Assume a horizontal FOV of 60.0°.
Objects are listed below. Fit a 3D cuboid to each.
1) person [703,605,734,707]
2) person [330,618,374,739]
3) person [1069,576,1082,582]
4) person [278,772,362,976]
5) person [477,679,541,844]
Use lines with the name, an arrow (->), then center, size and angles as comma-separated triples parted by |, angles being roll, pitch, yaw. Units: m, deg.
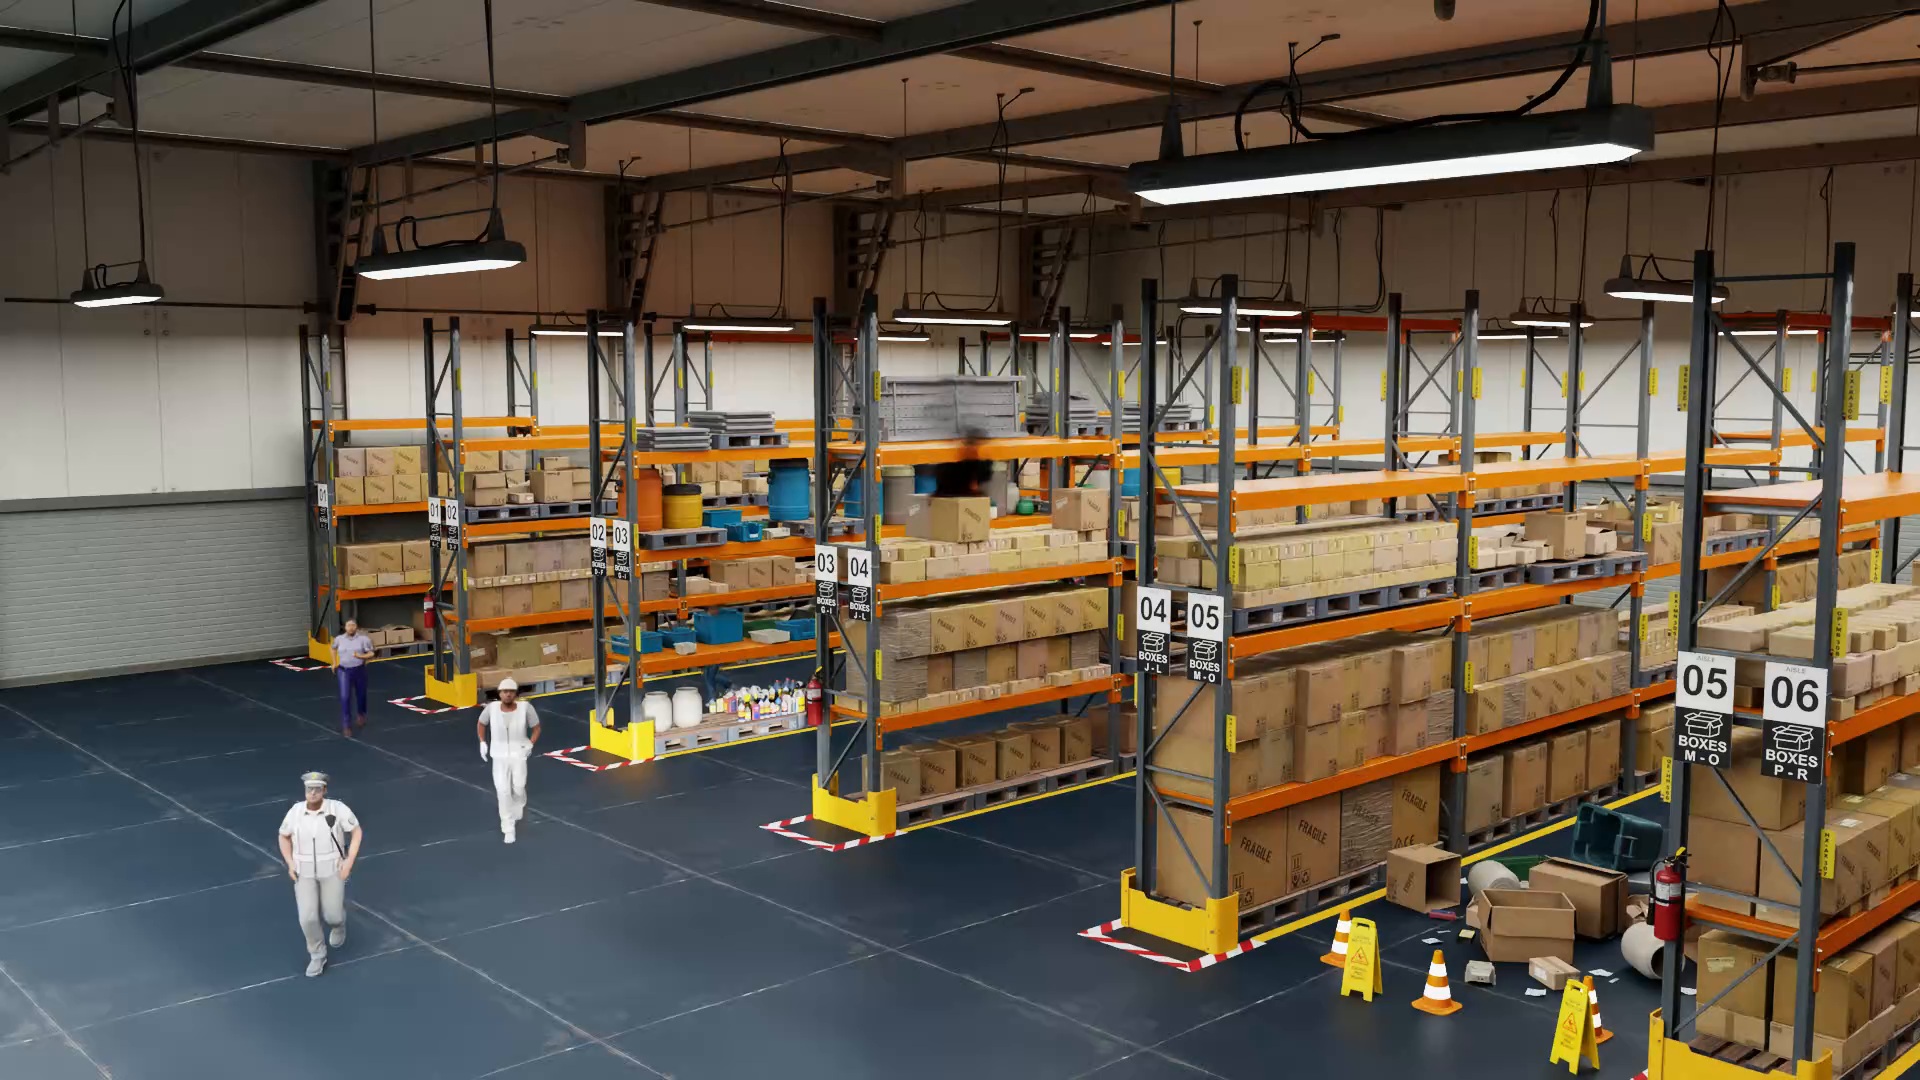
person -> -3.789, 1.789, 25.822 | 0.549, 1.572, 0.542 | 5, 7, 39
person -> -8.672, 1.943, 23.753 | 0.600, 1.628, 0.898 | -2, 6, -19
person -> 2.120, 1.037, 32.410 | 0.628, 1.784, 0.776 | 4, 7, 31
person -> -5.567, 2.846, 14.491 | 0.690, 1.747, 0.662 | -1, 6, -14
person -> -5.040, 2.437, 18.617 | 0.697, 1.815, 0.893 | -1, 6, -14
